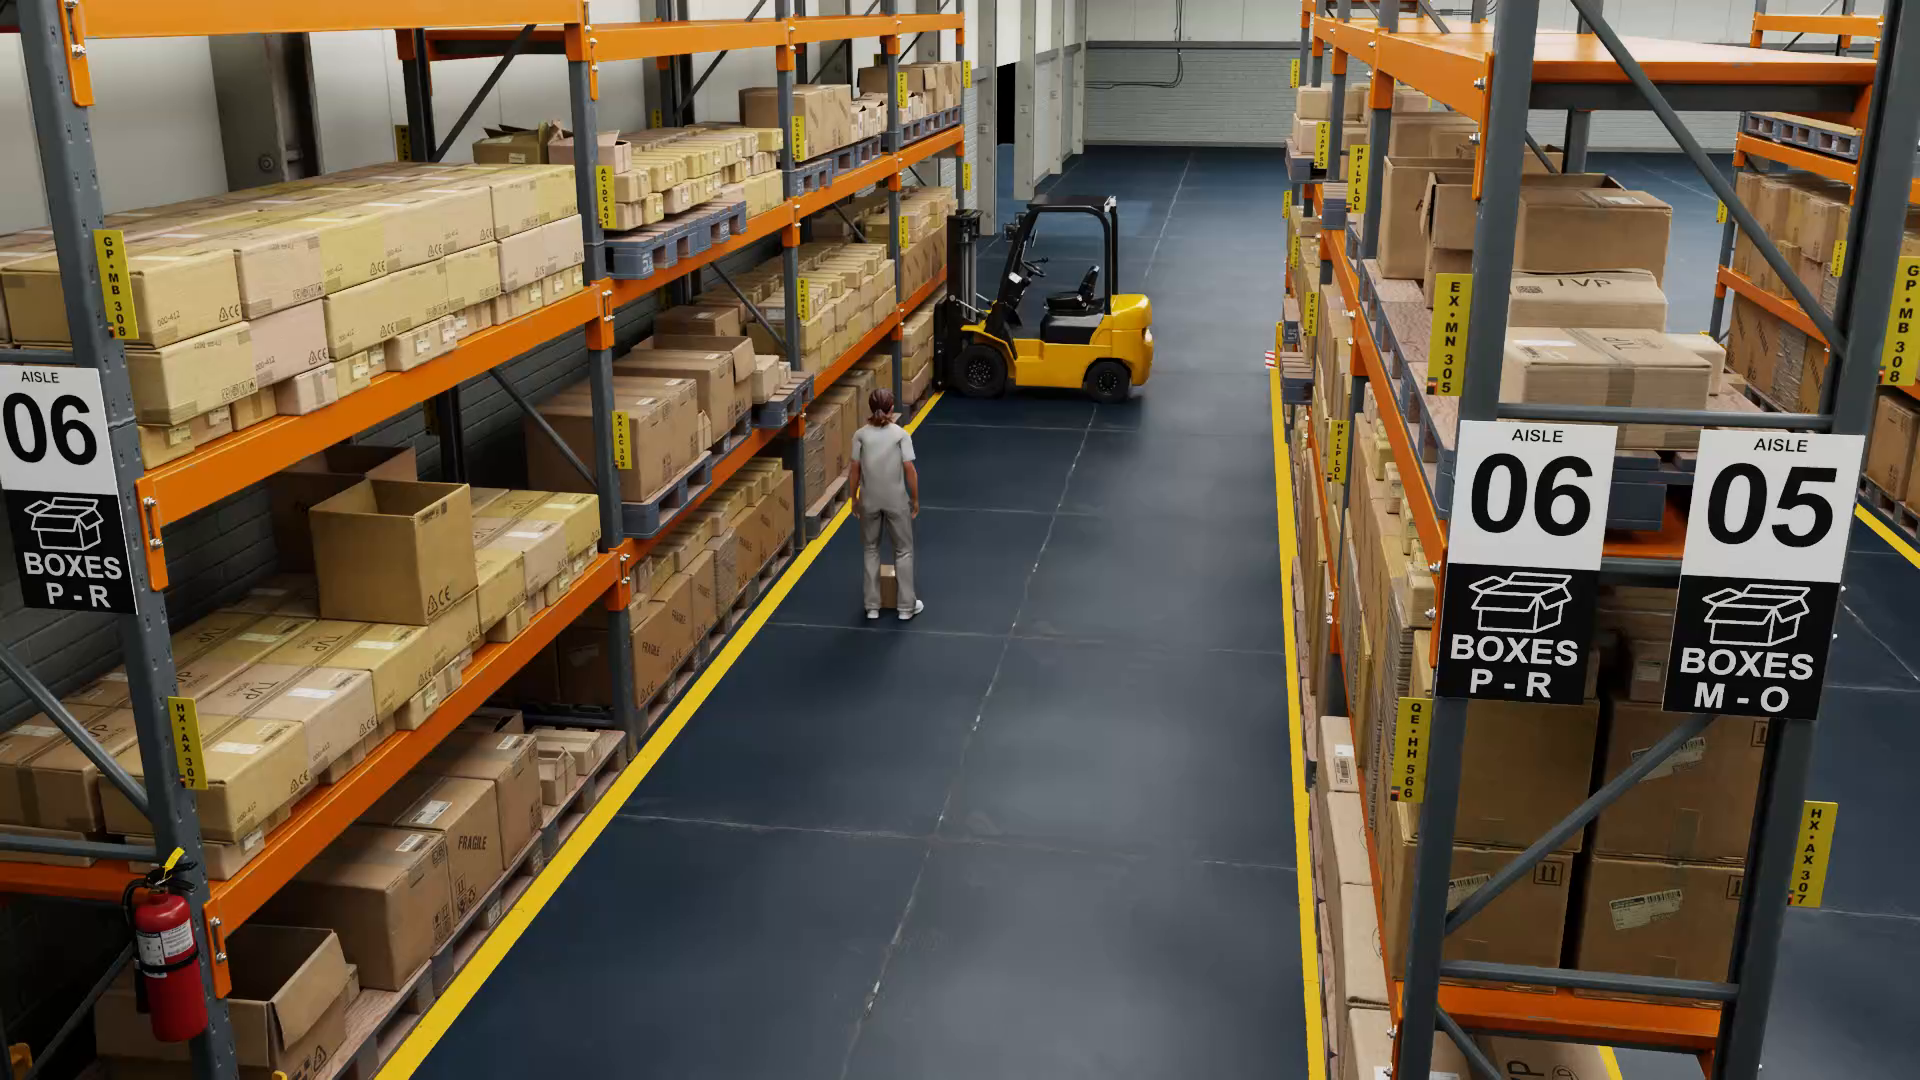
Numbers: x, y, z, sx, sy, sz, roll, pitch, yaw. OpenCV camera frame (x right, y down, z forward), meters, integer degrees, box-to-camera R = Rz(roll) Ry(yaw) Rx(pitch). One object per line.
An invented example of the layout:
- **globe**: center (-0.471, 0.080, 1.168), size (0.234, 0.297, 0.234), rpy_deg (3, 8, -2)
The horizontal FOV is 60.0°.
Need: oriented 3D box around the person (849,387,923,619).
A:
- **person**: center (-0.535, -0.256, 11.847), size (0.504, 1.673, 0.352), rpy_deg (2, 18, 7)
